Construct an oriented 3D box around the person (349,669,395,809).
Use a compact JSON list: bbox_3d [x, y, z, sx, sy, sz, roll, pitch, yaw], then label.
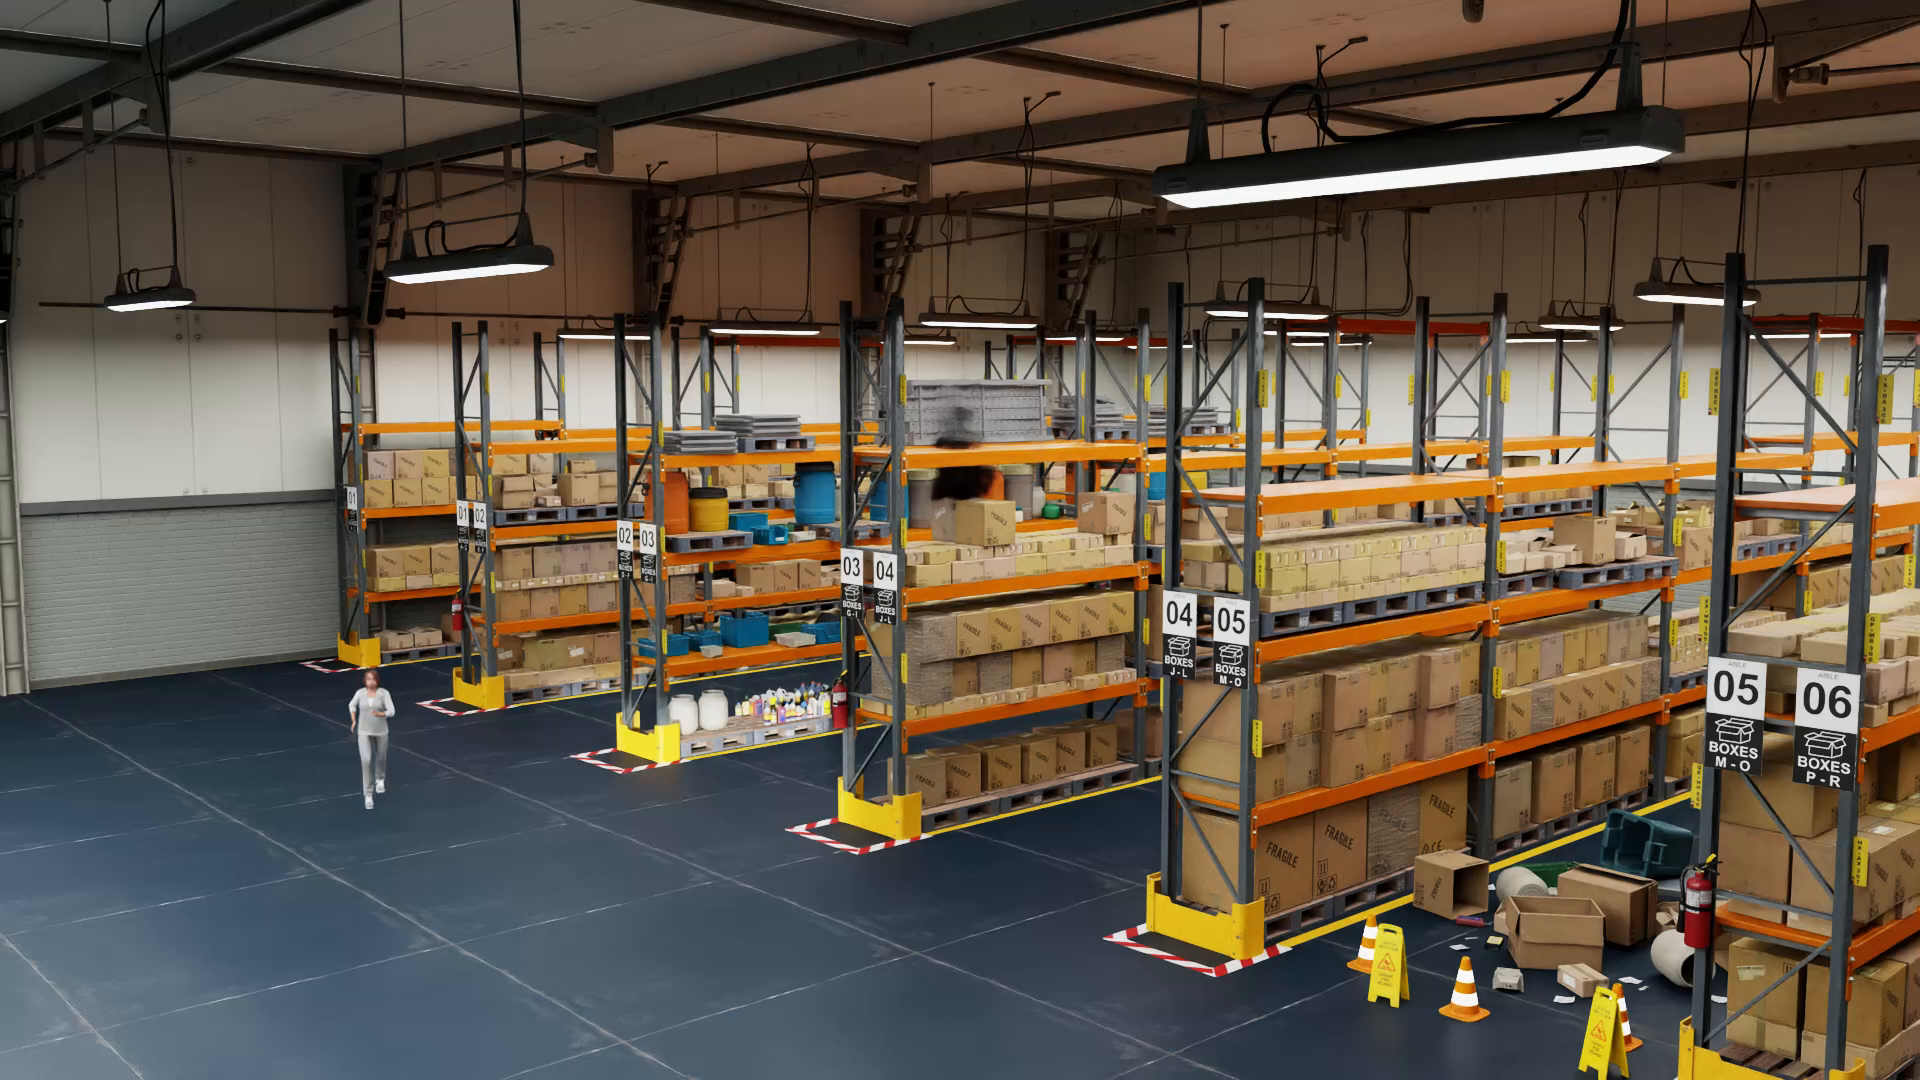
[{"bbox_3d":[-7.104,2.367,20.120,0.522,1.614,0.822,-2,6,-19],"label":"person"}]
